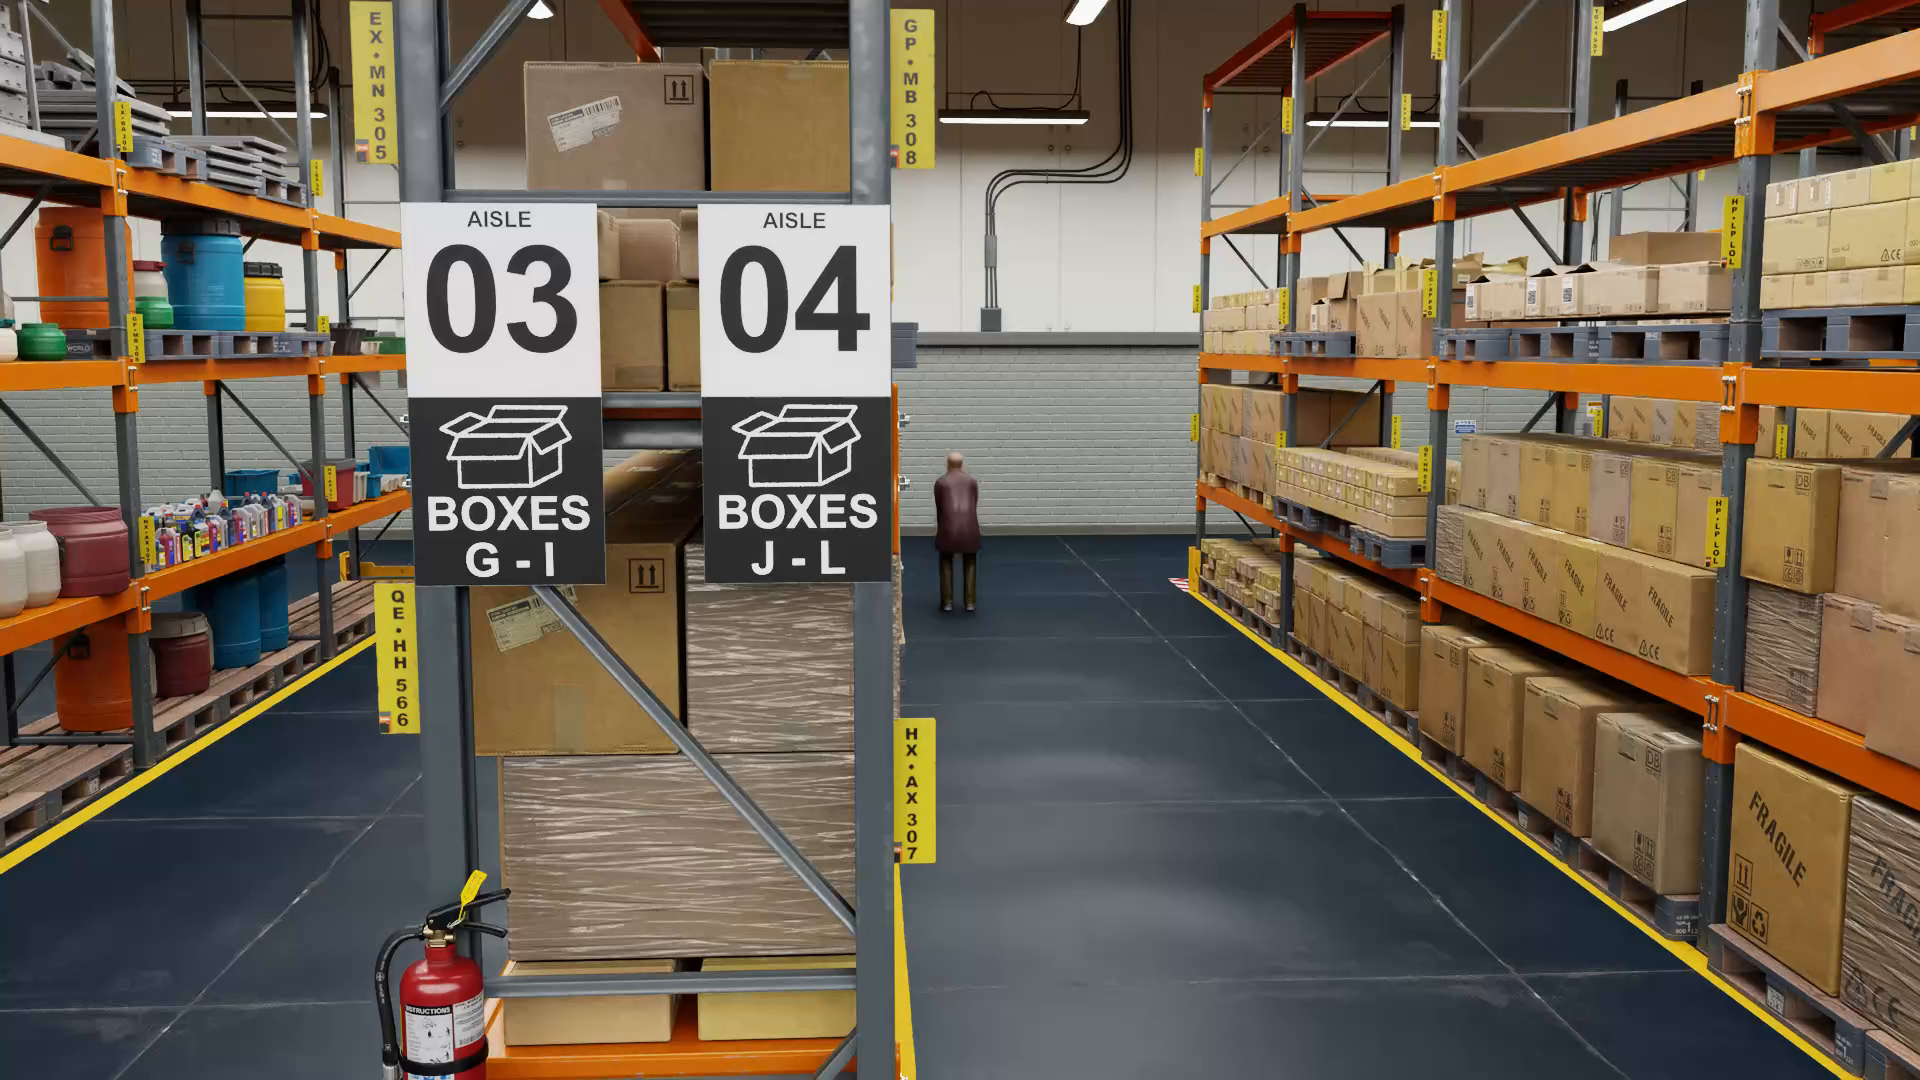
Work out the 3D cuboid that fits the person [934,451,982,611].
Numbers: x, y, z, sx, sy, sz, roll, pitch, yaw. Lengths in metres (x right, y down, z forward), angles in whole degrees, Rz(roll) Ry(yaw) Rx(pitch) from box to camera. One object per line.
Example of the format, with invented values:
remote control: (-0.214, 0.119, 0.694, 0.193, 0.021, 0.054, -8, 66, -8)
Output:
person: (-0.028, -0.105, 18.378, 0.534, 1.742, 0.605, -1, 7, -5)
